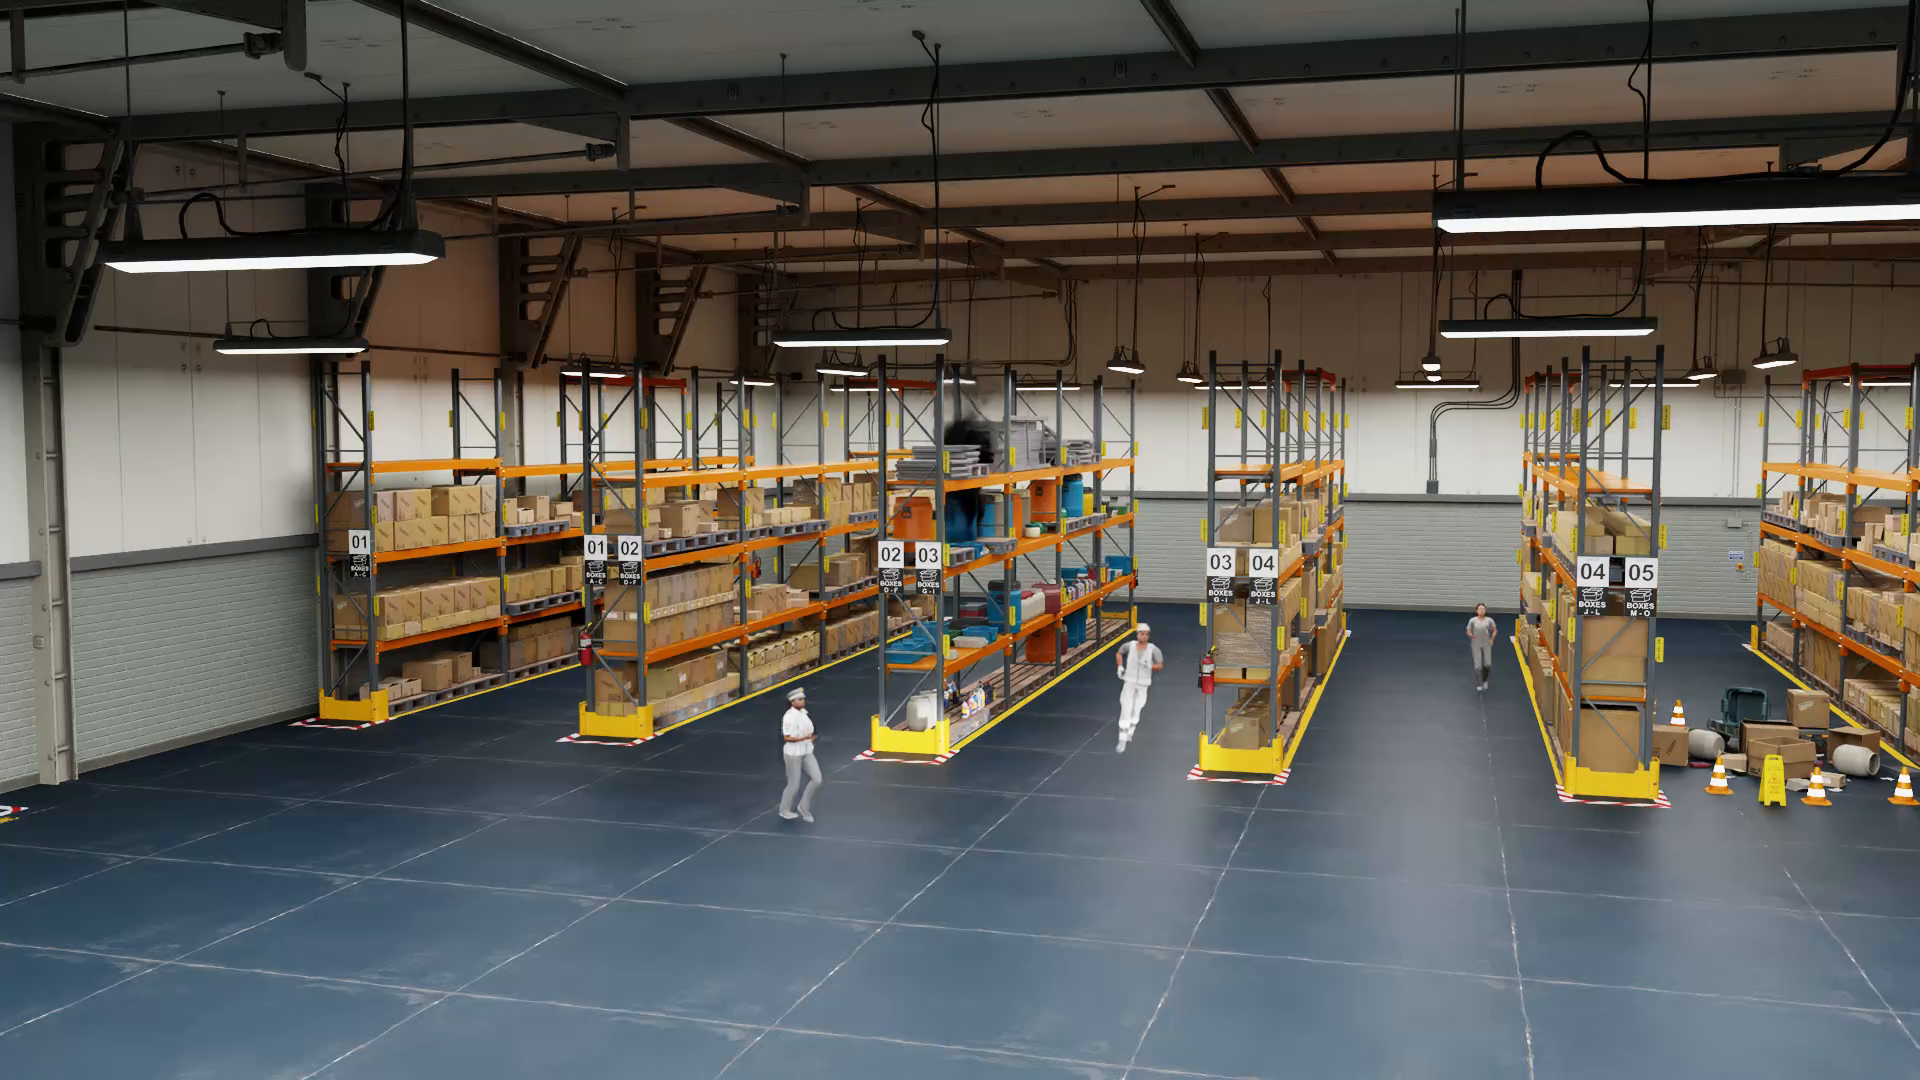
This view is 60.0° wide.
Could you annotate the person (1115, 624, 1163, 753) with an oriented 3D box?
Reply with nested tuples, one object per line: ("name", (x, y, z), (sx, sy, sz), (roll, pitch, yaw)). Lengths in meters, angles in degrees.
("person", (2.590, 2.109, 24.106), (0.696, 1.806, 0.851), (0, 4, 3))

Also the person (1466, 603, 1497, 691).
("person", (9.627, 1.983, 30.673), (0.553, 1.628, 0.558), (1, 4, 14))

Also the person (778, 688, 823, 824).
("person", (-1.973, 2.692, 20.680), (0.665, 1.726, 0.555), (3, 5, 37))
